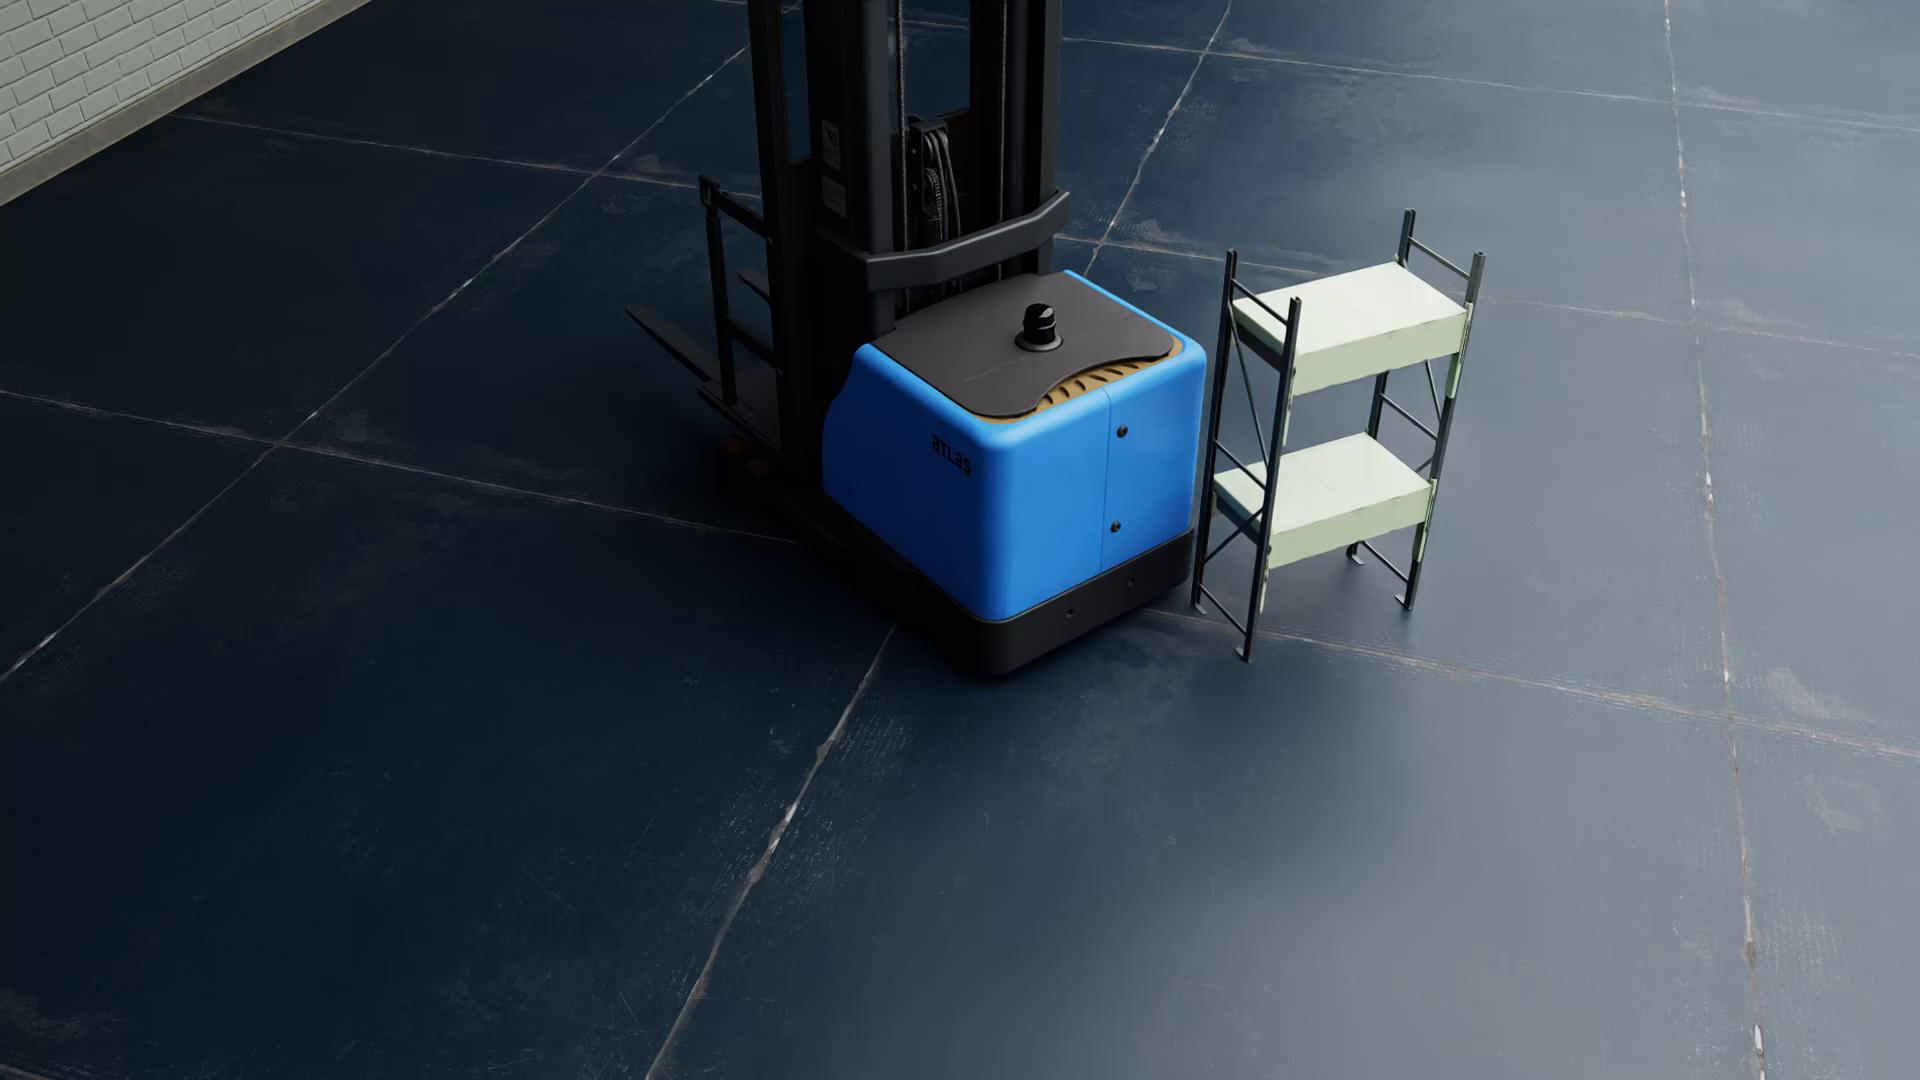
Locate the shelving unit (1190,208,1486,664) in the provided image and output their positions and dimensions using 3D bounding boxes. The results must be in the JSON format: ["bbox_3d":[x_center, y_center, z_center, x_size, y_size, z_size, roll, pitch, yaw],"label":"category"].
[{"bbox_3d":[1.315,-0.350,5.960,0.755,1.500,0.431,-16,39,-20],"label":"shelving unit"}]

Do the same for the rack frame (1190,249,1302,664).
[{"bbox_3d":[0.985,-0.257,5.834,0.023,1.500,0.400,-16,39,-20],"label":"rack frame"}]

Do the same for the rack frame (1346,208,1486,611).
[{"bbox_3d":[1.645,-0.443,6.087,0.023,1.500,0.400,-16,39,-20],"label":"rack frame"}]

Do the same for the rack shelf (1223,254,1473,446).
[{"bbox_3d":[1.315,-0.664,5.729,0.720,0.370,0.431,-16,39,-20],"label":"rack shelf"}]

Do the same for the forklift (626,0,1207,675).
[{"bbox_3d":[-0.400,-1.515,6.336,1.130,2.935,3.031,-24,43,-29],"label":"forklift"}]

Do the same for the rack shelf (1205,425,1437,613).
[{"bbox_3d":[1.315,-0.087,6.153,0.720,0.370,0.431,-16,39,-20],"label":"rack shelf"}]
